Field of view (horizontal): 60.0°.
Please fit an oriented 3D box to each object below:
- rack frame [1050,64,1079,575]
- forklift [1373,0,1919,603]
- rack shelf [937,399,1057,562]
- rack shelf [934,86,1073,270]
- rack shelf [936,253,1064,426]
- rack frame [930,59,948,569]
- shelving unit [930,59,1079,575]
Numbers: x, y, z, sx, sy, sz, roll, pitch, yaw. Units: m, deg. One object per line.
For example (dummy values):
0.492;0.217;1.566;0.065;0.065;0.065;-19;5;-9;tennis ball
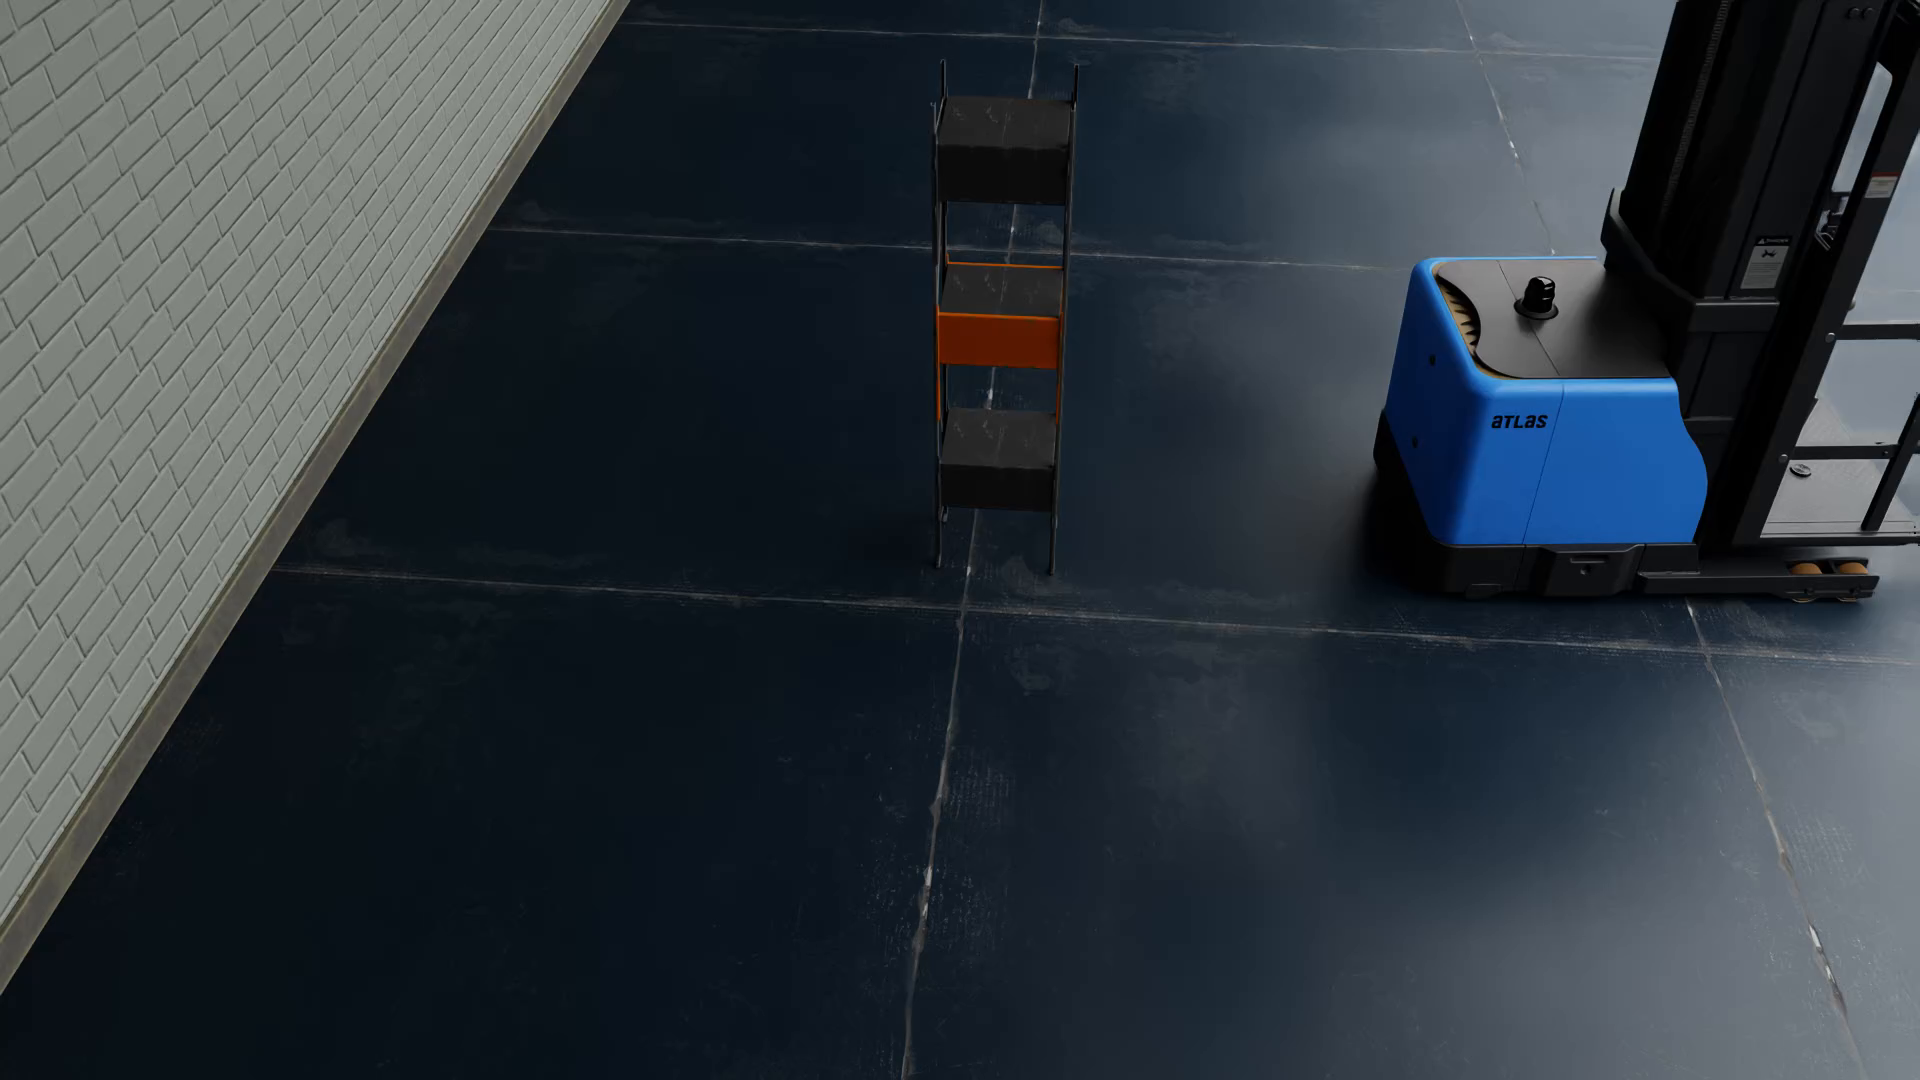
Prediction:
0.408;-0.792;6.560;0.015;2.100;0.400;3;39;4;rack frame
3.412;-1.213;6.418;3.031;2.935;1.130;-1;39;-1;forklift
0.165;-0.252;7.027;0.480;0.518;0.431;3;39;4;rack shelf
0.165;-1.338;6.143;0.480;0.518;0.431;3;39;4;rack shelf
0.165;-0.795;6.585;0.480;0.518;0.431;3;39;4;rack shelf
-0.078;-0.819;6.592;0.015;2.100;0.400;3;39;4;rack frame
0.165;-0.805;6.576;0.503;2.100;0.431;3;39;4;shelving unit
